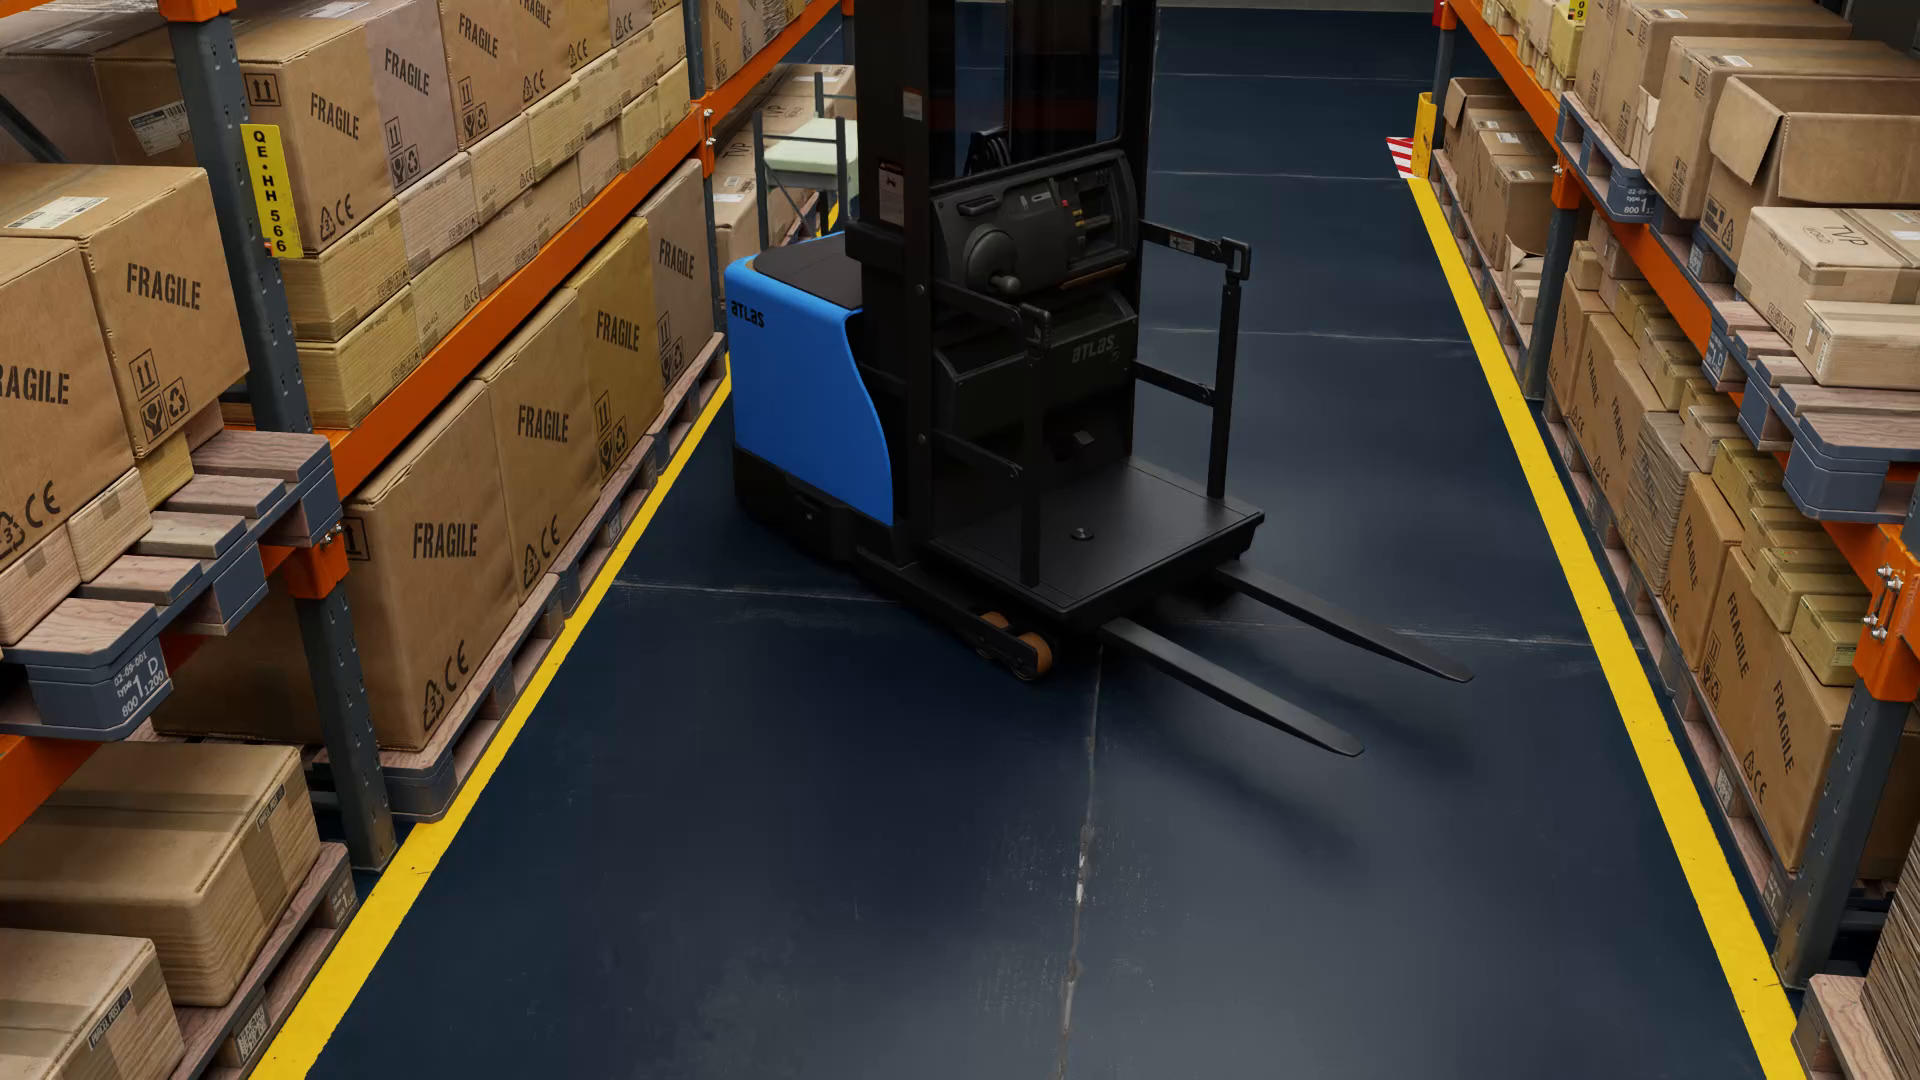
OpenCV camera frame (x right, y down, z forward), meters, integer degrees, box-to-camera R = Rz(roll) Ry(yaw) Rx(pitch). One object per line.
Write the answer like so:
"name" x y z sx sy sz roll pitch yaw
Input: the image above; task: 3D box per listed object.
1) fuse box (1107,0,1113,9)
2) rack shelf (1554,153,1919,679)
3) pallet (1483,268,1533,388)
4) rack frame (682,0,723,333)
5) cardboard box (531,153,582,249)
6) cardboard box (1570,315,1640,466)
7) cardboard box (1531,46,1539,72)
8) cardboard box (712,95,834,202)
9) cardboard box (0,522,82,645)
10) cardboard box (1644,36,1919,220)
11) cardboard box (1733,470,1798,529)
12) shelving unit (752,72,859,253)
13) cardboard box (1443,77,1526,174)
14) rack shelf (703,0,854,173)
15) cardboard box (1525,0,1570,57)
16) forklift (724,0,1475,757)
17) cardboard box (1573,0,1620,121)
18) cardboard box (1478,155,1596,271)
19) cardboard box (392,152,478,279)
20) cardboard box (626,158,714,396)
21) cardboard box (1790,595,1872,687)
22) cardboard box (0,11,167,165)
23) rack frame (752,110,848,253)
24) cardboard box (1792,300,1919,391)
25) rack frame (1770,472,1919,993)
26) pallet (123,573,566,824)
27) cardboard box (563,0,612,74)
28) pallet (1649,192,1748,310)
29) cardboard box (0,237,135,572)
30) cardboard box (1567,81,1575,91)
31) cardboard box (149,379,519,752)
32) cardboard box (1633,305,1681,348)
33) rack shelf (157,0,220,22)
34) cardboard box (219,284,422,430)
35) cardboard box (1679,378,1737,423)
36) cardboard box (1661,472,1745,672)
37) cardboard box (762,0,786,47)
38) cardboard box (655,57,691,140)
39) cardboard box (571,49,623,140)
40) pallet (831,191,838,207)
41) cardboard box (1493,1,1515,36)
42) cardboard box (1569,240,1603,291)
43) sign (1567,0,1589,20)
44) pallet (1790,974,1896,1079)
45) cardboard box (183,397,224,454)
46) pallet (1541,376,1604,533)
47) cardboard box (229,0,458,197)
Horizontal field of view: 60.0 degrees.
"fuse box" 1.517 -6.052 16.180 0.539 1.711 0.414 3 28 6
"rack shelf" 2.974 -0.727 5.696 1.077 0.370 4.000 3 28 6
"pallet" 3.304 -1.081 8.534 1.003 0.211 1.213 3 28 6
"rack frame" -1.708 -2.272 7.805 1.000 3.000 0.127 3 28 6
"cardboard box" -1.716 -1.261 6.086 0.500 0.250 0.500 3 28 6
"cardboard box" 2.881 -0.604 6.901 0.500 0.500 0.500 3 28 6
"cardboard box" 3.084 -2.409 8.324 0.380 0.149 0.250 4 29 8
"cardboard box" -1.303 -2.464 10.420 0.875 0.438 0.875 4 29 8
"cardboard box" -1.991 0.074 3.272 0.380 0.149 0.250 2 28 4
"cardboard box" 2.778 -1.386 5.612 0.700 0.500 0.500 3 28 6
"cardboard box" 2.694 -0.093 5.269 0.380 0.149 0.250 4 29 8
"shelving unit" -0.564 -1.261 7.508 0.431 1.500 0.755 8 29 14
"cardboard box" 3.540 -2.672 10.736 0.797 0.503 0.637 2 28 4
"rack shelf" -1.463 -2.897 9.723 1.077 0.370 4.000 3 28 6
"cardboard box" 3.086 -2.541 8.148 0.500 0.250 0.500 3 29 6
"forklift" 0.423 -1.072 5.649 1.130 2.935 3.031 -24 36 -37
"cardboard box" 2.937 -1.999 6.751 0.700 0.500 0.500 4 29 7
"cardboard box" 3.269 -1.781 9.087 0.700 0.500 0.500 2 28 4
"cardboard box" -1.827 -1.011 5.094 0.500 0.250 0.500 4 29 7
"cardboard box" -1.705 -1.225 7.659 0.875 0.875 0.875 4 29 8
"cardboard box" 2.538 0.280 4.576 0.380 0.149 0.250 2 28 4
"cardboard box" -2.395 -1.132 4.529 0.500 0.500 0.500 3 28 5
"rack frame" -0.665 -1.094 7.198 0.400 1.500 0.023 8 29 14
"cardboard box" 2.428 -0.508 4.353 0.380 0.149 0.250 4 29 7
"rack frame" 2.728 -0.102 3.777 1.000 3.000 0.127 3 28 6
"pallet" -2.027 0.472 5.652 1.003 0.211 1.213 3 28 6
"cardboard box" -1.651 -2.050 6.233 0.500 0.500 0.500 4 29 8
"pallet" 2.962 -0.934 5.523 1.003 0.211 1.213 3 28 6
"cardboard box" -2.031 -0.275 3.236 0.500 0.500 0.500 3 28 5
"cardboard box" 3.007 -2.039 7.638 0.380 0.149 0.250 4 29 7
"cardboard box" -2.031 0.041 5.309 0.875 0.875 0.875 3 28 6
"cardboard box" 2.913 -0.816 6.610 0.380 0.149 0.250 3 28 5
"rack shelf" -2.443 -0.452 2.021 1.077 0.370 4.000 3 28 6
"cardboard box" -1.889 -0.539 4.746 0.500 0.250 0.500 3 28 5
"cardboard box" 2.809 -0.455 5.940 0.380 0.149 0.250 3 29 6
"cardboard box" 2.700 0.120 5.557 0.500 0.500 0.500 5 29 8
"cardboard box" -1.258 -2.992 9.036 0.500 0.500 0.500 4 29 7
"cardboard box" -1.513 -1.980 7.421 0.500 0.250 0.500 3 28 5
"cardboard box" -1.632 -1.725 6.419 0.500 0.250 0.500 4 29 7
"pallet" -1.238 -2.546 11.254 1.003 0.211 1.213 3 28 6
"cardboard box" 3.177 -2.890 9.217 0.380 0.149 0.250 4 29 7
"cardboard box" 2.911 -1.202 7.327 0.380 0.149 0.250 5 29 9
"sign" 2.679 -2.394 7.119 0.100 0.325 0.005 3 28 6
"pallet" 2.589 1.510 3.724 1.003 0.211 1.213 3 28 6
"cardboard box" -2.005 -0.295 3.958 0.380 0.149 0.250 4 29 8
"pallet" 3.156 -0.373 7.219 1.003 0.211 1.213 3 28 6
"cardboard box" -1.844 -1.325 4.888 0.500 0.500 0.500 3 29 6
